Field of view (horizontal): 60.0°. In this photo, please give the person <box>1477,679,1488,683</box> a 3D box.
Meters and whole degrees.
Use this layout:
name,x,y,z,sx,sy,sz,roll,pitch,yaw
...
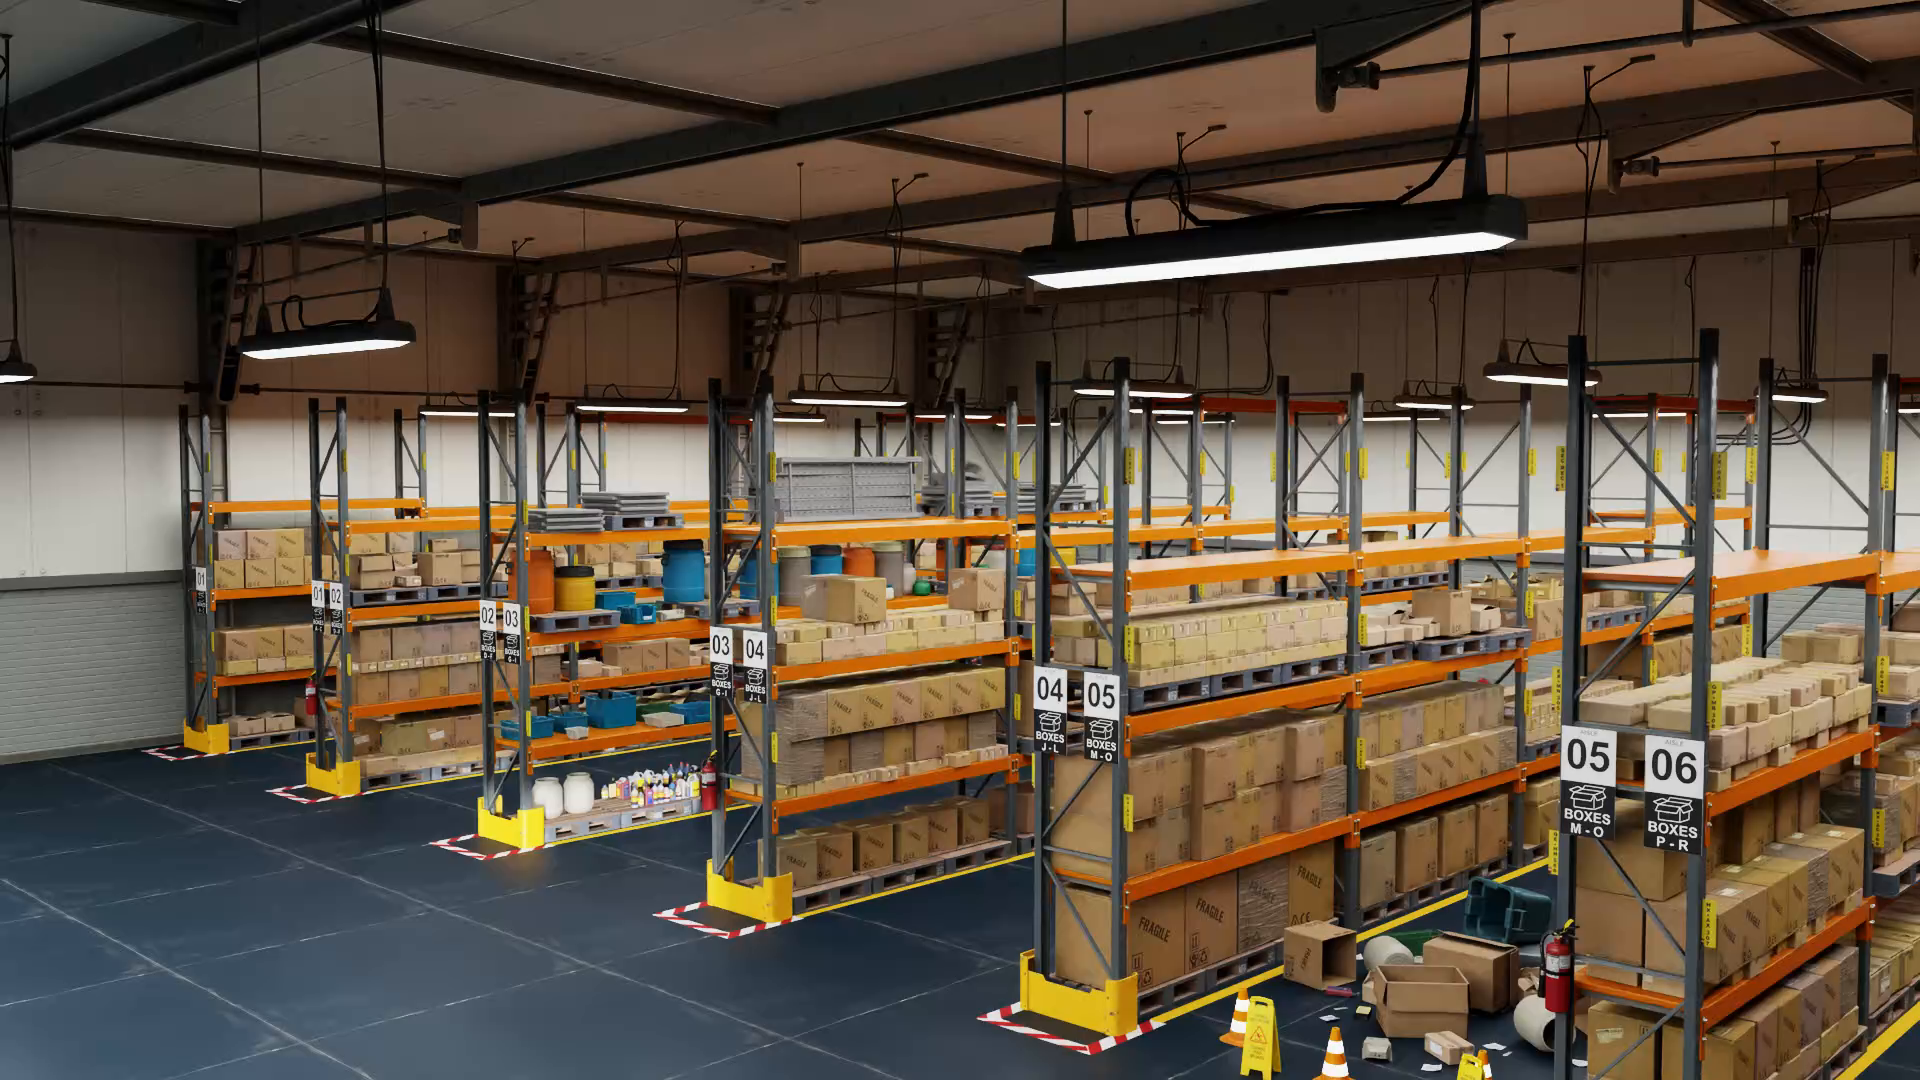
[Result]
name,x,y,z,sx,sy,sz,roll,pitch,yaw
person,8.482,2.975,26.380,0.940,1.604,0.675,-2,4,-39
